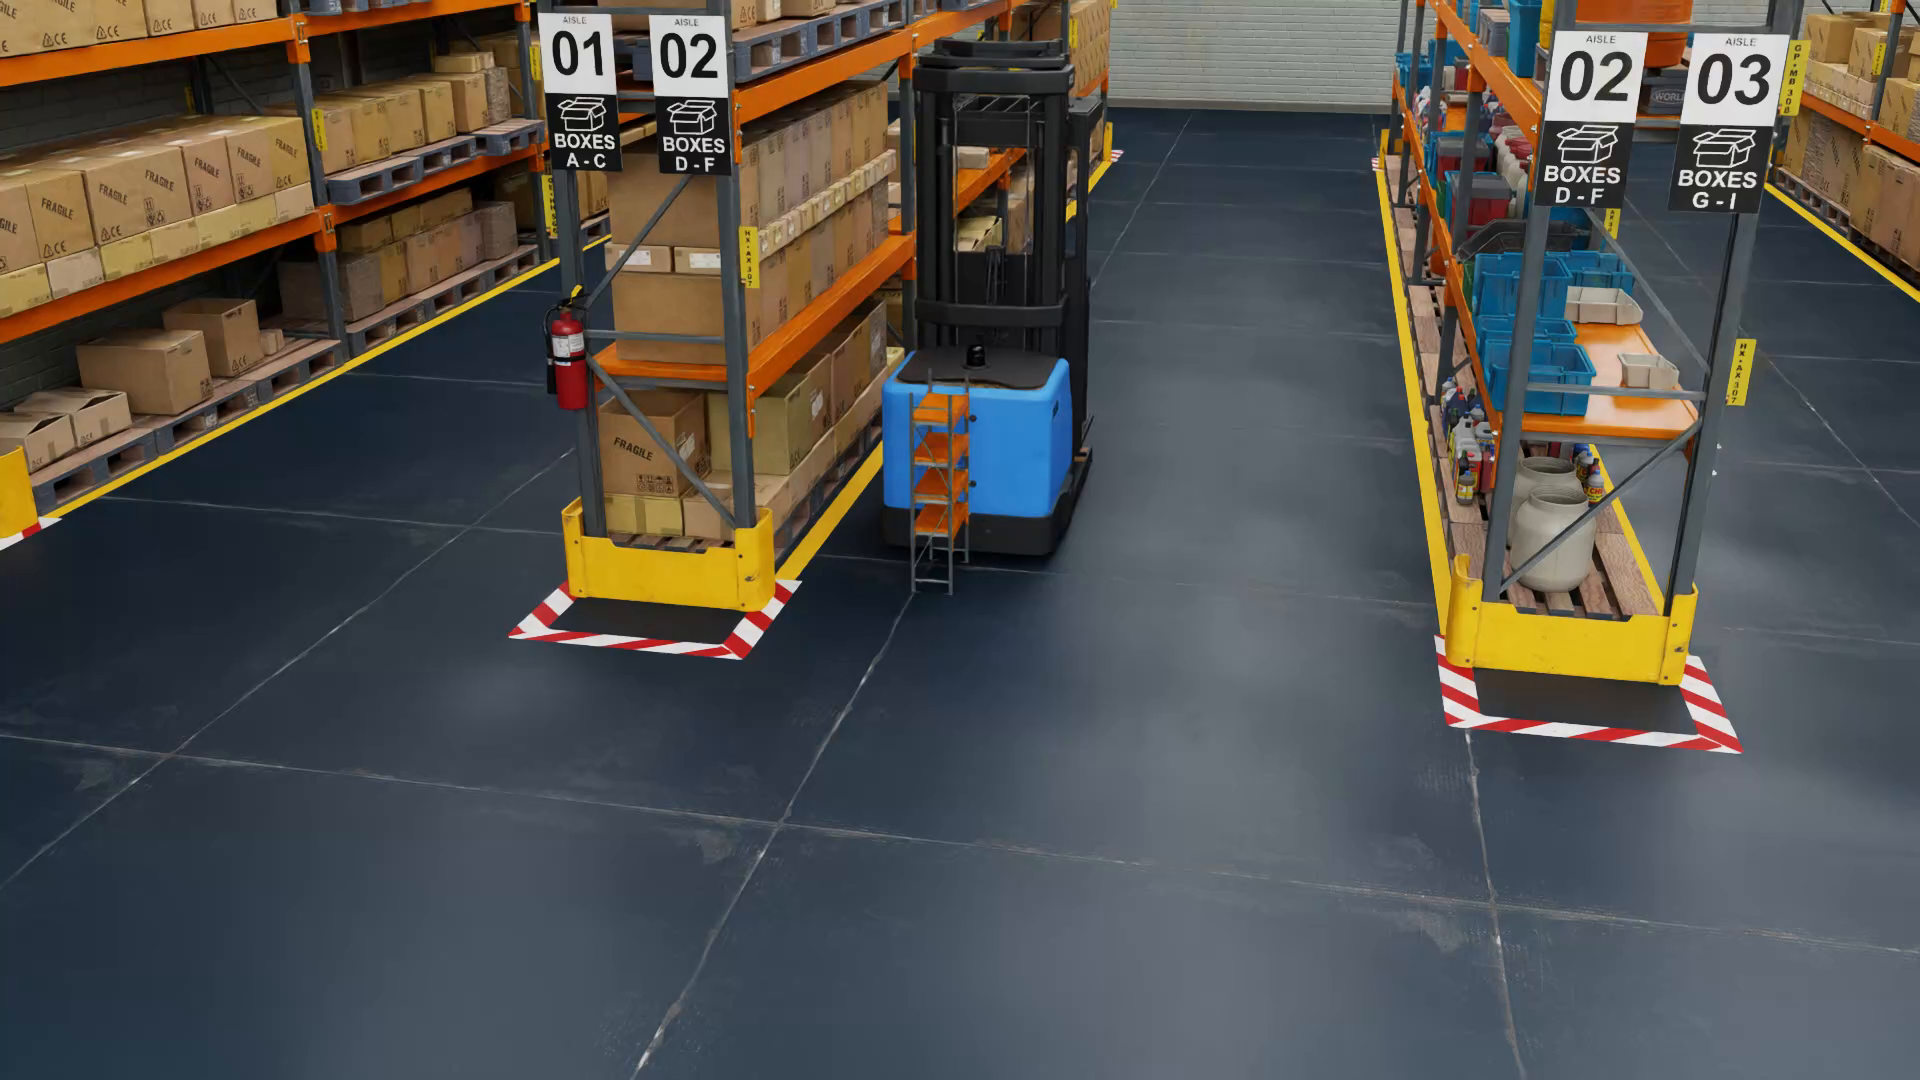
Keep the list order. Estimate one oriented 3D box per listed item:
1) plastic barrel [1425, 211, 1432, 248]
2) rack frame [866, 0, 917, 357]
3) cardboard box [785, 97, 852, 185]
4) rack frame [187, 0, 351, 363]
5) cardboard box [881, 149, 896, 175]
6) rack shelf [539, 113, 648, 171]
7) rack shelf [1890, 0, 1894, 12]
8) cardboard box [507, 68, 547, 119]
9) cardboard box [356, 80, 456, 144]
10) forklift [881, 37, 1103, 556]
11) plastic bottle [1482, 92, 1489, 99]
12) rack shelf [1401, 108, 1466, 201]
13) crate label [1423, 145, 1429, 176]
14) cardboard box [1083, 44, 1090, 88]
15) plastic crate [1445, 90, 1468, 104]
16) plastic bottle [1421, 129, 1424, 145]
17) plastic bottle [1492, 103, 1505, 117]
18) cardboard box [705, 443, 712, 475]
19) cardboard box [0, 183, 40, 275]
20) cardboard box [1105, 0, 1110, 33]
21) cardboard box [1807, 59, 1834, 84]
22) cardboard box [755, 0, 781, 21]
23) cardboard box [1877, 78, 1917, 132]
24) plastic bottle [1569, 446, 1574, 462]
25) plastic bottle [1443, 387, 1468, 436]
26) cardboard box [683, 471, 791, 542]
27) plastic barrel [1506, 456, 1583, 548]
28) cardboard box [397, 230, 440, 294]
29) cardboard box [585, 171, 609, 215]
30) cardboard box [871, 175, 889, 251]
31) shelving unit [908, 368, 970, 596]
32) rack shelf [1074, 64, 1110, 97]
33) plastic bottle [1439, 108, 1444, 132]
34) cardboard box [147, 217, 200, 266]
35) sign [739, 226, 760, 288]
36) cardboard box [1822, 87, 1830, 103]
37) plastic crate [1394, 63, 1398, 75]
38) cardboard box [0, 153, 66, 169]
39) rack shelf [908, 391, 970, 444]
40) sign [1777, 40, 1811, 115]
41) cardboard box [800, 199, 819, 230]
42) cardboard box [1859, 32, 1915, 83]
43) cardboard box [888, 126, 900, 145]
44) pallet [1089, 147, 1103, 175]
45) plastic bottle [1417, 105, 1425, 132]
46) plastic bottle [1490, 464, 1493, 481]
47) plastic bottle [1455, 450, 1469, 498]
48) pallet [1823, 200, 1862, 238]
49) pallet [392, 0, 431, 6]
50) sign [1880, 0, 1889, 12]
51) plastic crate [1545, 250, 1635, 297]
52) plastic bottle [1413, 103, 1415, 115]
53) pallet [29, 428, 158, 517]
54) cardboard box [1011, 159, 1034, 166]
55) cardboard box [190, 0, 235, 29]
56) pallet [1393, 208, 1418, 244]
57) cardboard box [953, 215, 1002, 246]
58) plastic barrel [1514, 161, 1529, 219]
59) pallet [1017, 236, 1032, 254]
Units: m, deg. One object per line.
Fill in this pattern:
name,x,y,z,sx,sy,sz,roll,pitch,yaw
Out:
plastic barrel,5.140,-3.314,17.233,0.600,0.588,0.708,4,22,11
rack frame,-0.838,-2.561,12.697,1.000,3.000,0.127,4,22,11
cardboard box,-1.128,-2.678,11.118,0.700,0.500,0.500,4,22,11
rack frame,-5.689,-2.937,13.631,1.000,3.000,0.127,4,22,11
cardboard box,-0.684,-2.792,12.270,0.380,0.149,0.250,4,22,11
rack shelf,-4.464,-4.798,19.214,1.077,0.370,4.000,4,22,11
rack shelf,10.899,-6.519,19.473,1.077,0.370,4.000,4,22,11
cardboard box,-4.523,-4.752,17.578,0.500,0.500,0.500,5,22,13
cardboard box,-5.191,-4.020,15.598,0.700,0.500,0.500,4,22,11
forklift,0.311,-1.785,10.862,1.130,2.935,3.031,4,22,10
plastic bottle,5.878,-4.881,18.625,0.152,0.276,0.135,4,22,11
rack shelf,5.234,-4.043,17.339,1.077,0.370,4.000,4,22,11
crate label,4.373,-3.442,15.108,0.303,0.233,0.416,4,22,11
cardboard box,1.370,-6.069,21.274,0.500,0.500,0.500,4,22,11
plastic crate,5.877,-5.172,19.454,0.396,0.136,0.243,4,22,11
plastic bottle,4.699,-4.072,16.715,0.097,0.201,0.097,0,22,0
plastic bottle,5.550,-4.321,17.133,0.144,0.351,0.185,4,22,11
cardboard box,-1.744,-0.420,10.499,0.500,0.250,0.500,4,22,11
cardboard box,-6.113,-1.913,10.260,0.500,0.500,0.500,4,22,11
cardboard box,1.789,-7.276,22.932,0.500,0.500,0.500,4,22,10
cardboard box,10.739,-5.732,20.374,0.500,0.250,0.500,4,22,9
cardboard box,-1.242,-3.049,9.482,0.380,0.149,0.250,4,22,11
cardboard box,10.152,-4.627,17.694,0.500,0.500,0.500,5,22,11
plastic bottle,4.021,-0.538,10.830,0.097,0.201,0.097,0,22,0
plastic bottle,3.439,-0.894,11.514,0.144,0.351,0.185,5,22,12
cardboard box,-1.327,-0.196,9.945,0.500,0.250,0.500,4,22,11
plastic barrel,3.355,-0.190,9.577,0.421,0.512,0.421,0,22,0
cardboard box,-5.355,-2.628,15.622,0.700,0.500,0.500,5,22,12
cardboard box,-4.409,-4.176,19.024,0.750,0.750,0.750,4,22,11
cardboard box,-0.923,-2.444,12.274,0.700,0.500,0.500,4,22,10
shelving unit,-0.114,-0.335,9.580,0.258,1.200,0.503,4,22,10
rack shelf,1.202,-5.884,21.912,1.077,0.370,4.000,4,22,11
plastic bottle,4.990,-4.362,17.341,0.097,0.271,0.097,0,22,0
cardboard box,-5.787,-2.130,11.800,0.500,0.250,0.500,5,22,11
sign,-1.113,-1.492,8.778,0.100,0.325,0.005,4,22,11
cardboard box,10.547,-5.313,19.867,0.380,0.149,0.250,5,22,12
plastic crate,5.939,-6.300,22.253,0.250,0.136,0.298,4,22,11
cardboard box,-6.403,-2.323,11.277,0.500,0.500,0.500,4,22,9
rack shelf,-0.114,-0.700,9.433,0.258,0.148,0.480,4,22,10
sign,3.731,-2.071,7.454,0.100,0.325,0.005,4,22,11
cardboard box,-1.103,-2.043,10.410,0.380,0.149,0.250,4,22,10
cardboard box,10.323,-5.335,18.384,0.500,0.500,0.500,5,22,12
cardboard box,-0.456,-3.263,14.306,0.500,0.500,0.500,4,22,11
pallet,1.433,-5.336,23.322,1.003,0.211,1.213,4,22,11
plastic bottle,4.888,-4.444,17.545,0.097,0.271,0.097,0,22,0
plastic bottle,3.372,-0.468,10.658,0.097,0.201,0.097,0,22,0
plastic bottle,3.145,-0.412,10.409,0.061,0.283,0.133,5,22,12
pallet,10.723,-3.709,19.280,1.003,0.211,1.213,4,22,11
pallet,-5.250,-4.839,14.589,1.213,0.211,1.003,4,22,11
sign,11.836,-6.793,21.340,0.100,0.325,0.005,4,22,11
plastic crate,4.050,-1.687,10.727,0.499,0.251,0.616,4,22,11
plastic bottle,5.117,-4.822,18.576,0.097,0.201,0.097,0,22,0
pallet,-6.289,-0.503,11.320,1.003,0.211,1.213,4,22,11
cardboard box,0.865,-4.149,19.397,0.500,0.500,0.500,5,22,11
cardboard box,-5.665,-3.997,12.086,0.500,0.500,0.500,3,22,6
pallet,5.444,-3.535,18.849,1.003,0.211,1.213,4,22,11
cardboard box,0.112,-2.993,16.137,0.500,0.311,0.500,5,22,12
plastic barrel,4.420,-2.578,12.558,0.433,0.535,0.433,0,22,0
pallet,0.167,-3.000,17.521,1.003,0.211,1.213,4,22,11
